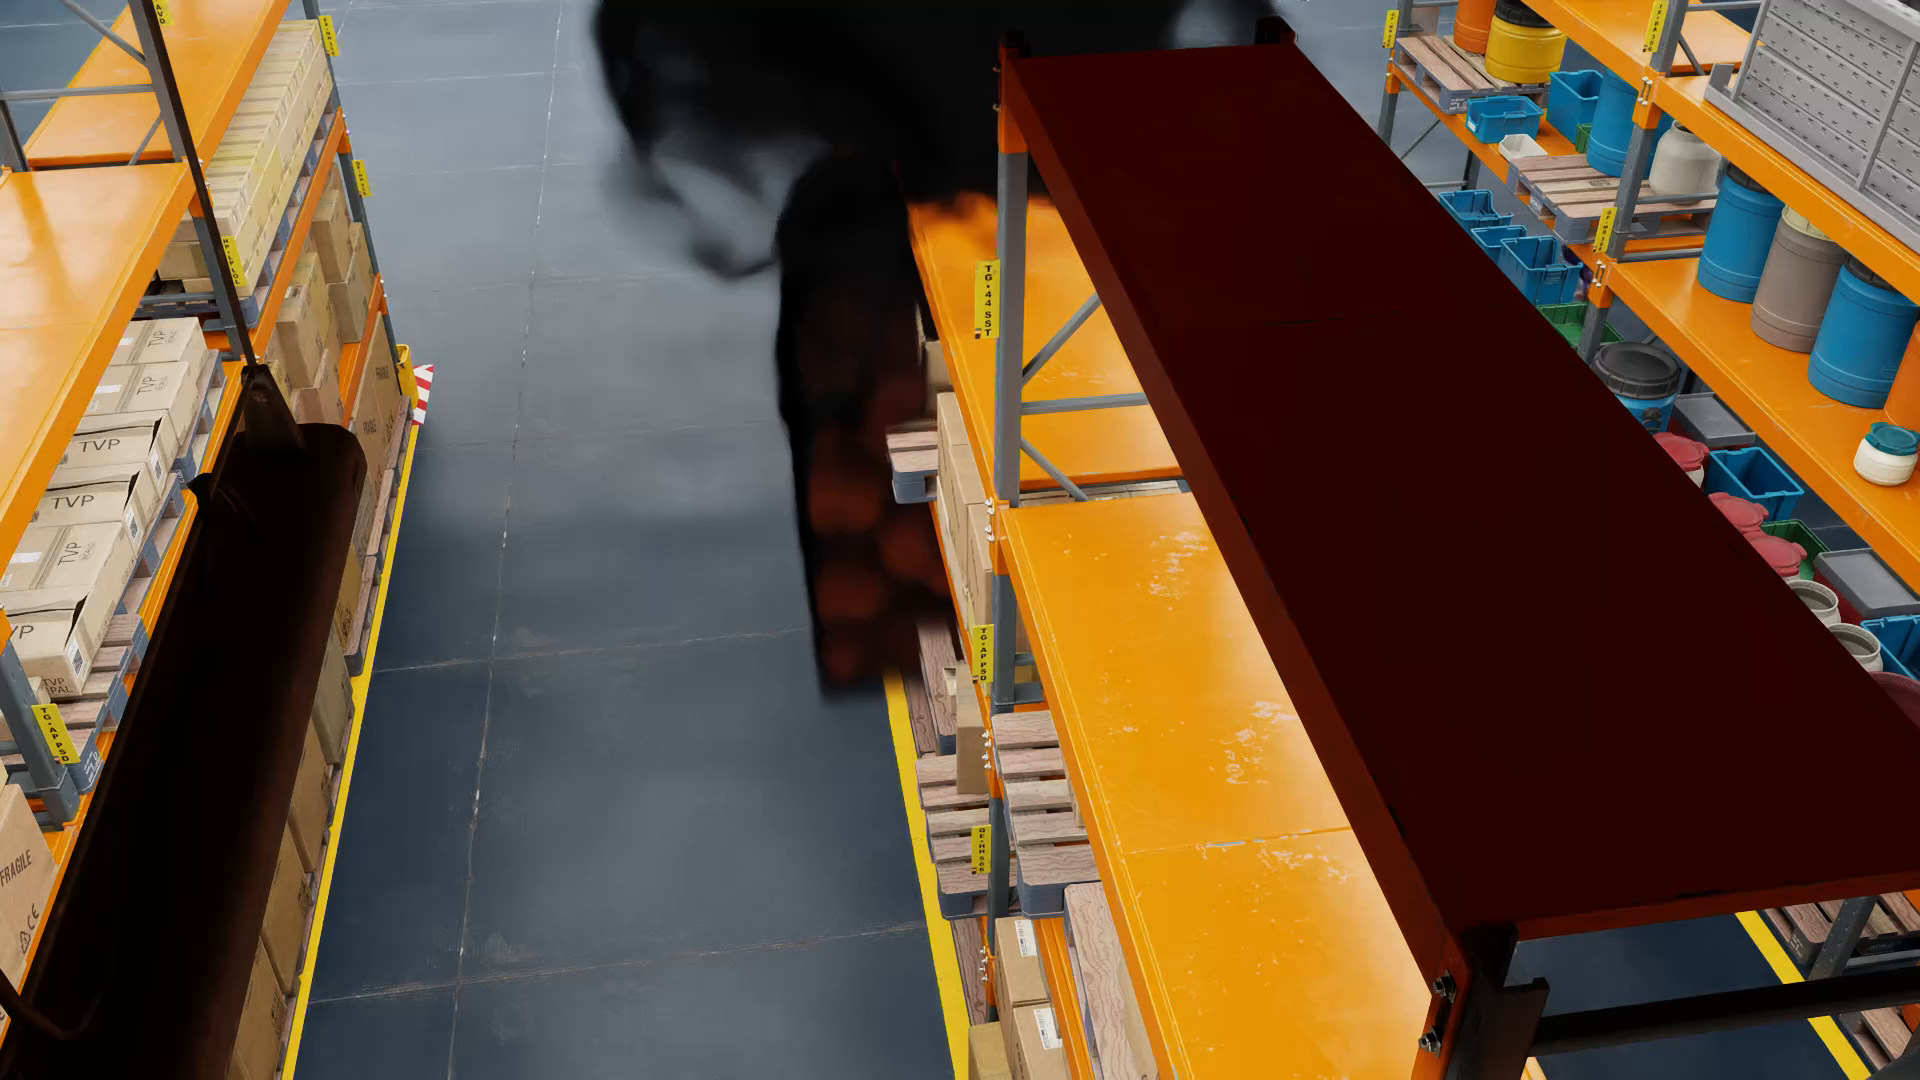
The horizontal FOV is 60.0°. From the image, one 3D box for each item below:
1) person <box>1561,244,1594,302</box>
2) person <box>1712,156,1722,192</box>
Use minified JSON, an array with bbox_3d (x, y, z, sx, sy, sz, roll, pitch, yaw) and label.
[{"bbox_3d":[6.036,-2.997,15.713,0.661,1.619,0.492,-22,42,-27],"label":"person"},{"bbox_3d":[7.924,-4.105,17.636,0.726,1.711,0.532,7,37,9],"label":"person"}]
